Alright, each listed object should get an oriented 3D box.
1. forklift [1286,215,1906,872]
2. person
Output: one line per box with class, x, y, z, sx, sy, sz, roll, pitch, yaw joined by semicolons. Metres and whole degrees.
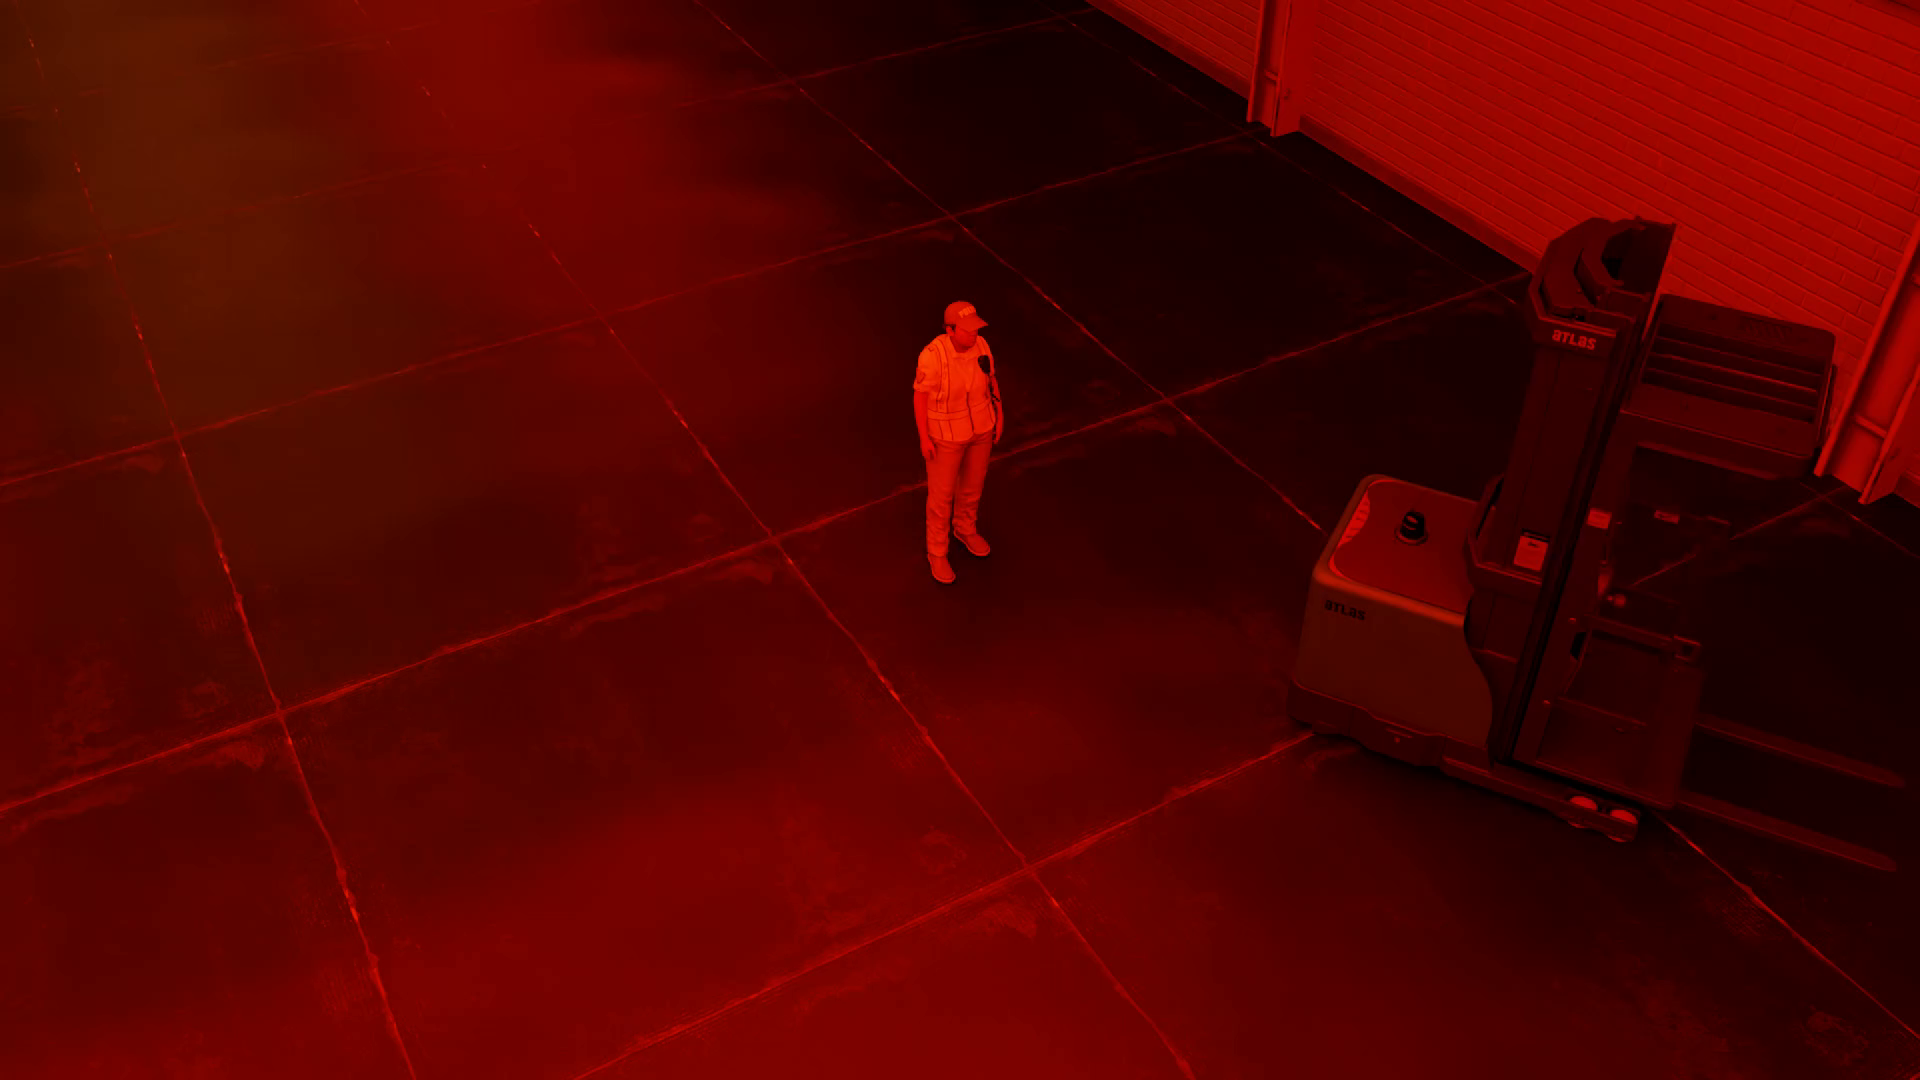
forklift;3.336;0.019;8.014;3.031;2.935;1.130;18;43;21
person;0.020;-0.597;9.735;0.599;1.670;0.527;-20;44;-23
